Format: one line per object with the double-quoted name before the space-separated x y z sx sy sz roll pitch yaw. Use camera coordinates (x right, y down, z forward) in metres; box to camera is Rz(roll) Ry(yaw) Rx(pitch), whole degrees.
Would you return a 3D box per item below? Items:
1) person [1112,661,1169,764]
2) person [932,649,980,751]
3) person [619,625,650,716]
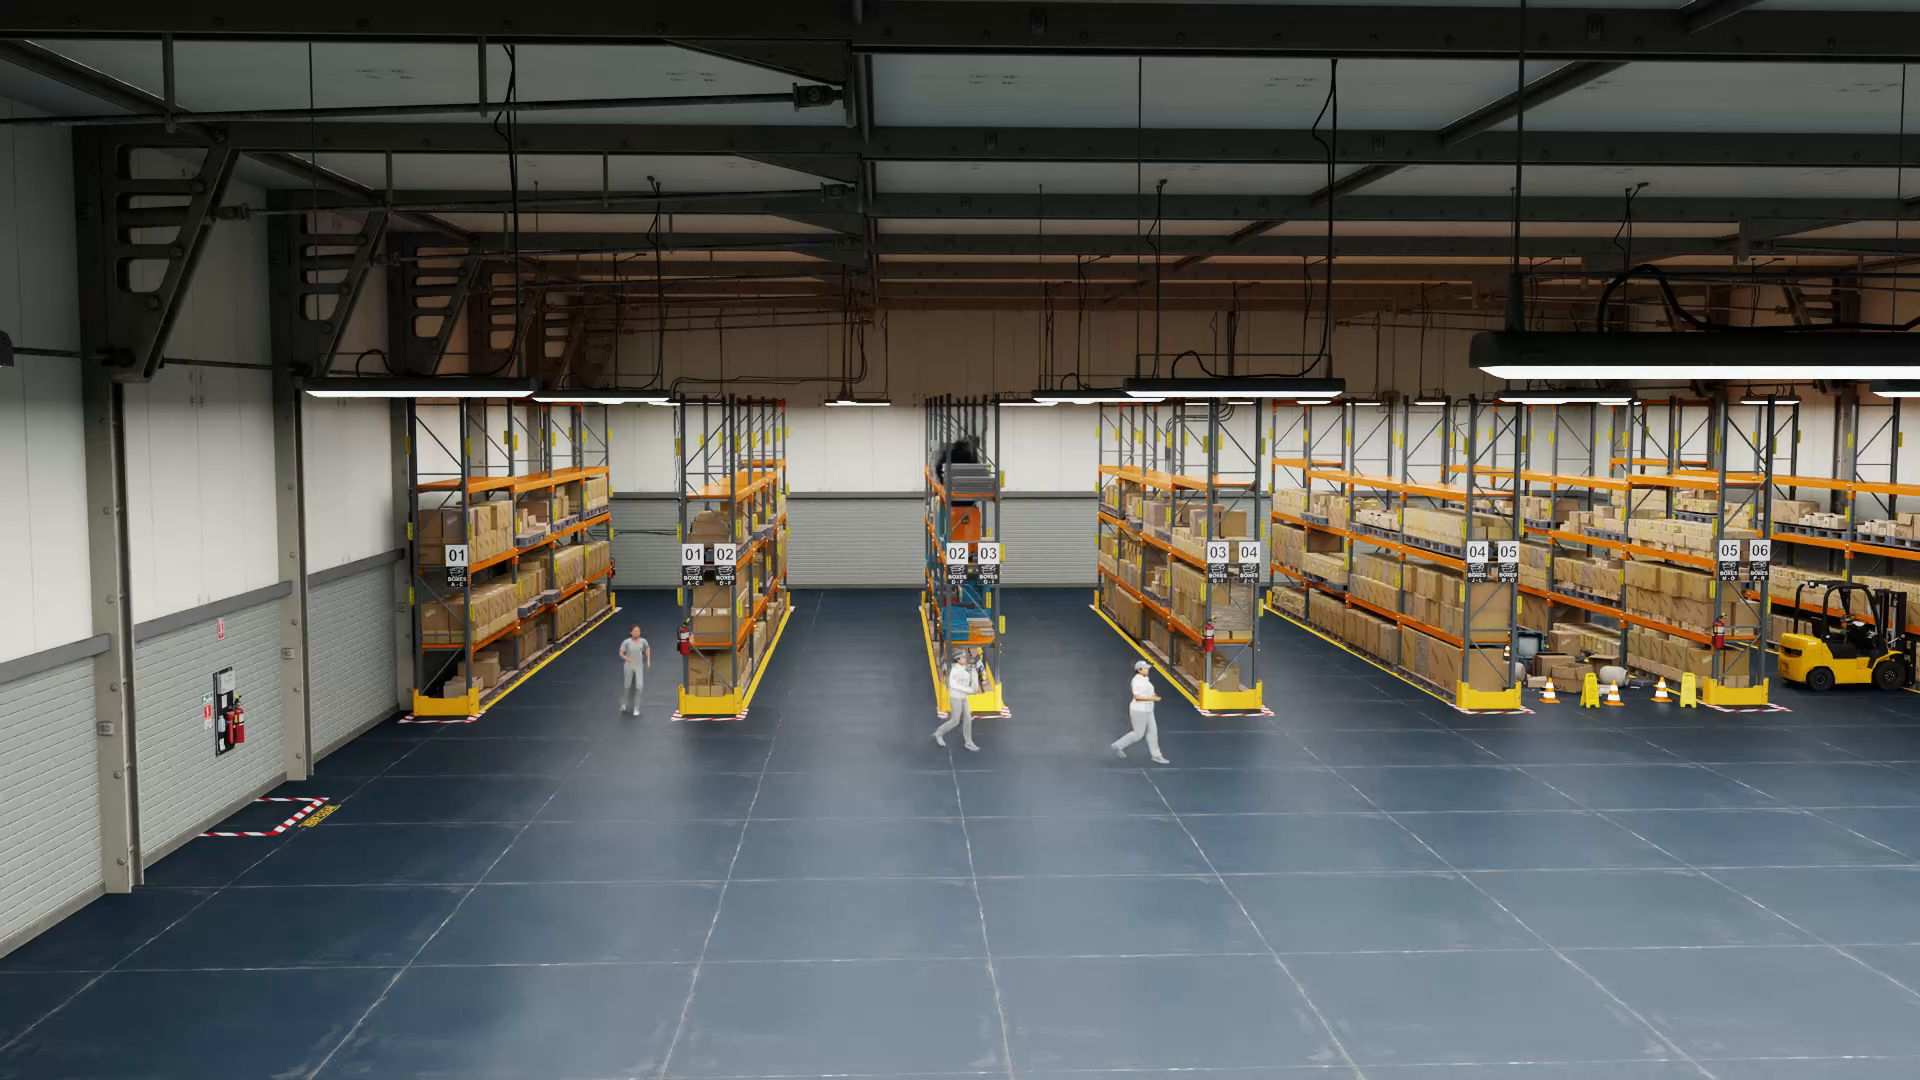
"person" 2.912 2.766 26.757 0.924 1.666 0.606 2 5 19
"person" -0.048 2.679 27.910 0.818 1.710 0.638 2 5 21
"person" -6.101 2.445 31.208 0.610 1.737 0.662 -2 5 -22
